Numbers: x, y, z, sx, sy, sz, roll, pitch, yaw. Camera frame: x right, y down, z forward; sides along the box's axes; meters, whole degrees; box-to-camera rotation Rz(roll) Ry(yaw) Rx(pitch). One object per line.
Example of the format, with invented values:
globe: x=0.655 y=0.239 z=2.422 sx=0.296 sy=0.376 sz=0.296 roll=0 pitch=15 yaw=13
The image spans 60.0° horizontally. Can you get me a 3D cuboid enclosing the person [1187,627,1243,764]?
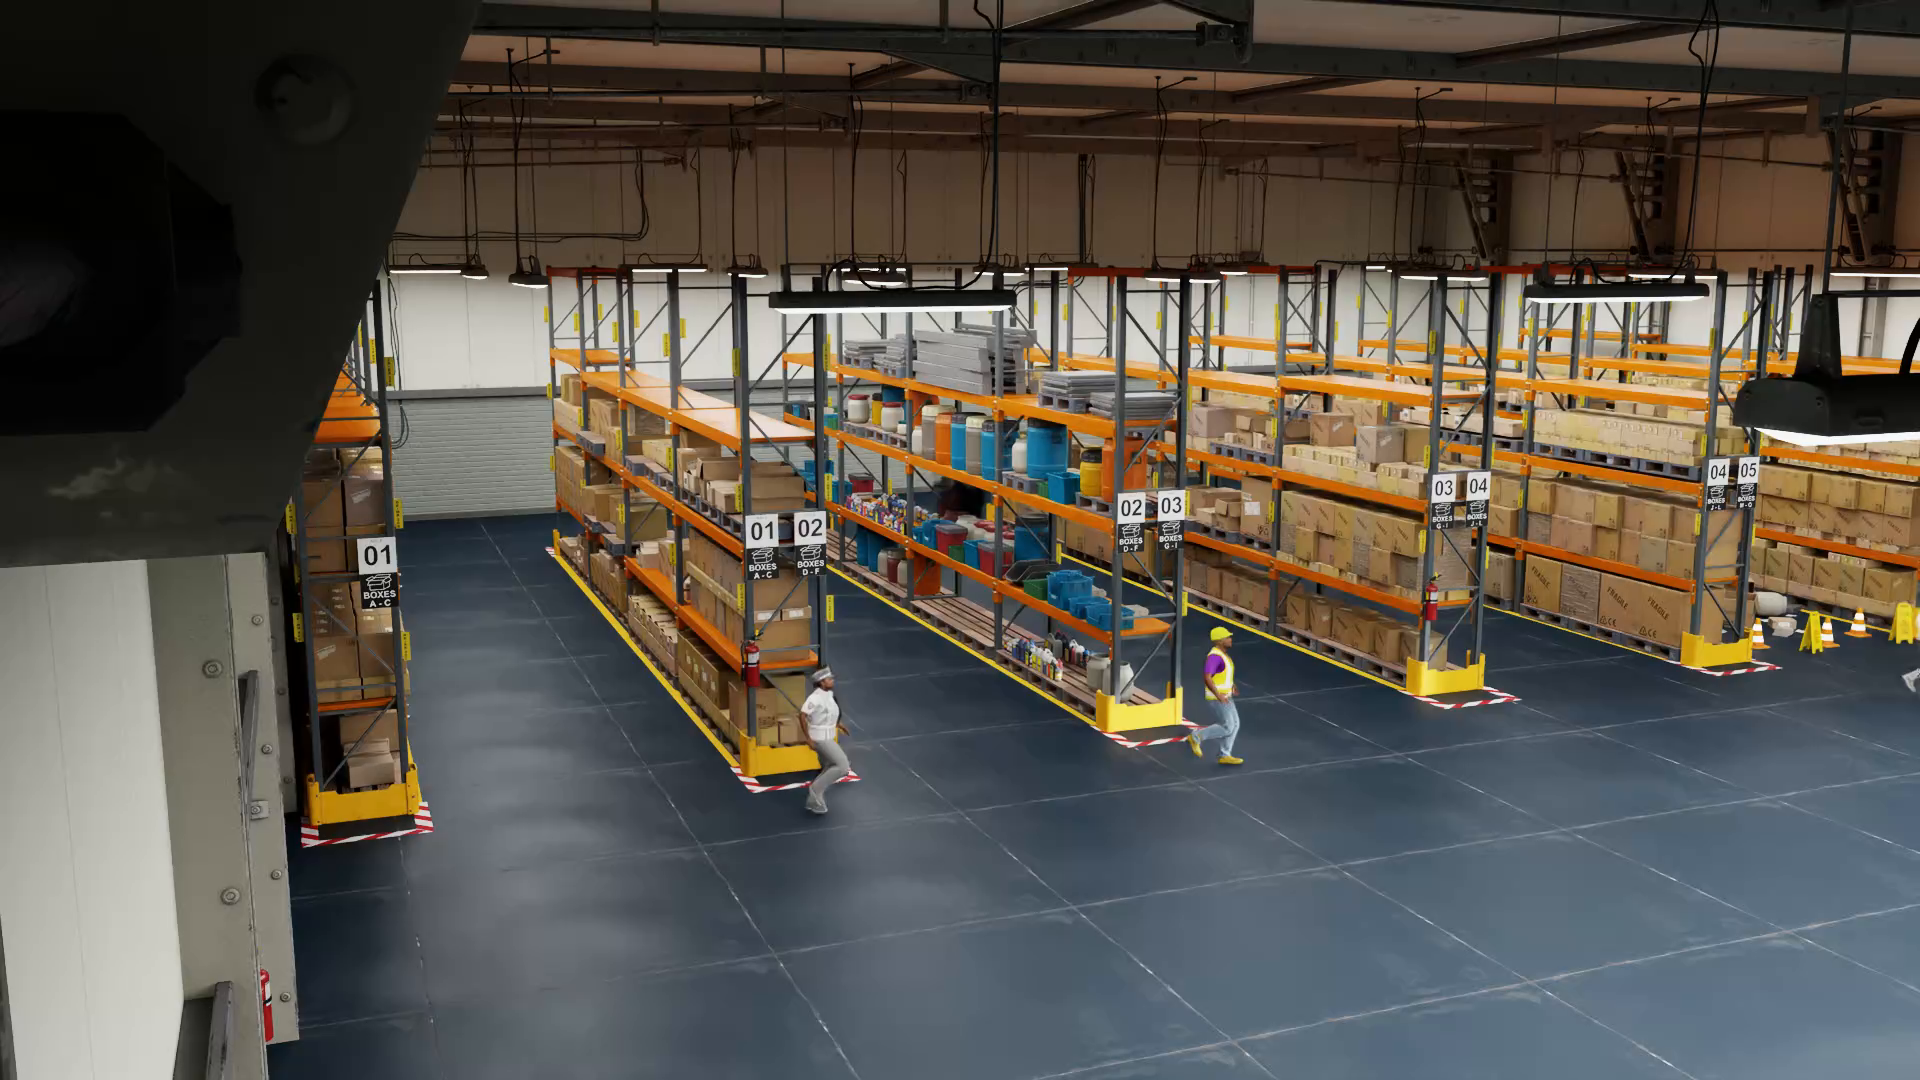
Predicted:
person: x=3.194 y=1.927 z=20.673 sx=0.691 sy=1.721 sz=0.734 roll=2 pitch=10 yaw=13

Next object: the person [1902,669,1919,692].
person: x=13.763 y=1.472 z=23.410 sx=0.767 sy=1.660 sz=0.625 roll=4 pitch=11 yaw=22

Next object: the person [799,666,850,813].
person: x=-1.498 y=2.261 z=18.966 sx=0.546 sy=1.640 sz=0.593 roll=2 pitch=10 yaw=10
